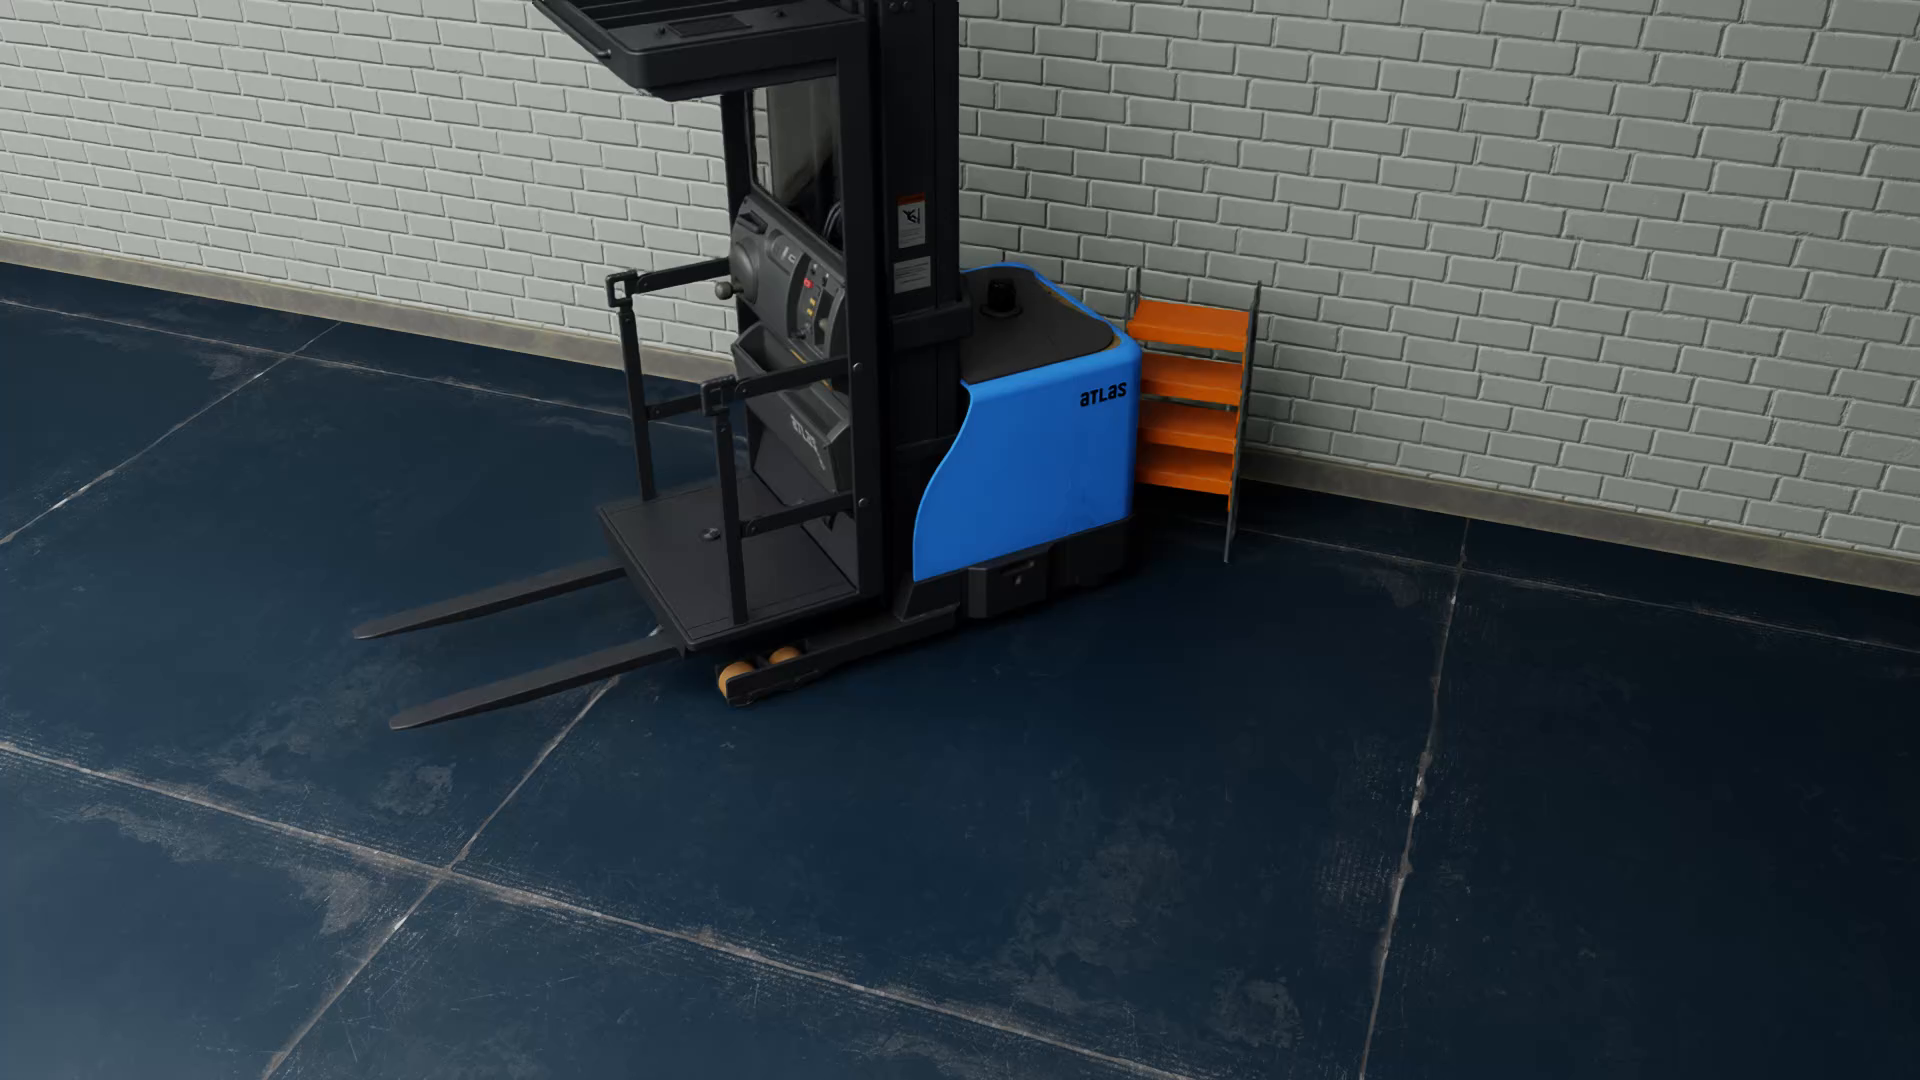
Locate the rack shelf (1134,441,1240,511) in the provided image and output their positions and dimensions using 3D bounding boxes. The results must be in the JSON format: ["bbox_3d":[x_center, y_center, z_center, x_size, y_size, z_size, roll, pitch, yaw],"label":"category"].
[{"bbox_3d":[0.932,-0.283,7.072,0.480,0.148,0.258,9,34,13],"label":"rack shelf"}]

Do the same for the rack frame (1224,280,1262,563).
[{"bbox_3d":[1.166,-0.470,6.871,0.015,1.200,0.240,9,34,13],"label":"rack frame"}]

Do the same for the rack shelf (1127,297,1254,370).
[{"bbox_3d":[0.932,-0.836,6.714,0.480,0.148,0.258,9,34,13],"label":"rack shelf"}]

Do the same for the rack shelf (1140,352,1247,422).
[{"bbox_3d":[0.932,-0.637,6.843,0.480,0.148,0.258,9,34,13],"label":"rack shelf"}]

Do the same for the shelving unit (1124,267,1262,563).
[{"bbox_3d":[0.932,-0.506,6.928,0.503,1.200,0.258,9,34,13],"label":"shelving unit"}]

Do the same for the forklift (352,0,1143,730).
[{"bbox_3d":[-0.816,-0.933,5.993,3.031,2.935,1.130,-16,36,-24],"label":"forklift"}]

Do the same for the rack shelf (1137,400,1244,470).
[{"bbox_3d":[0.932,-0.450,6.964,0.480,0.148,0.258,9,34,13],"label":"rack shelf"}]

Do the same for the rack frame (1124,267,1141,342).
[{"bbox_3d":[0.697,-0.543,6.984,0.015,1.200,0.240,9,34,13],"label":"rack frame"}]

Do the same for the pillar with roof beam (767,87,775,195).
[{"bbox_3d":[-2.049,-2.171,2.316,0.400,9.000,9.100,11,34,16],"label":"pillar with roof beam"}]
